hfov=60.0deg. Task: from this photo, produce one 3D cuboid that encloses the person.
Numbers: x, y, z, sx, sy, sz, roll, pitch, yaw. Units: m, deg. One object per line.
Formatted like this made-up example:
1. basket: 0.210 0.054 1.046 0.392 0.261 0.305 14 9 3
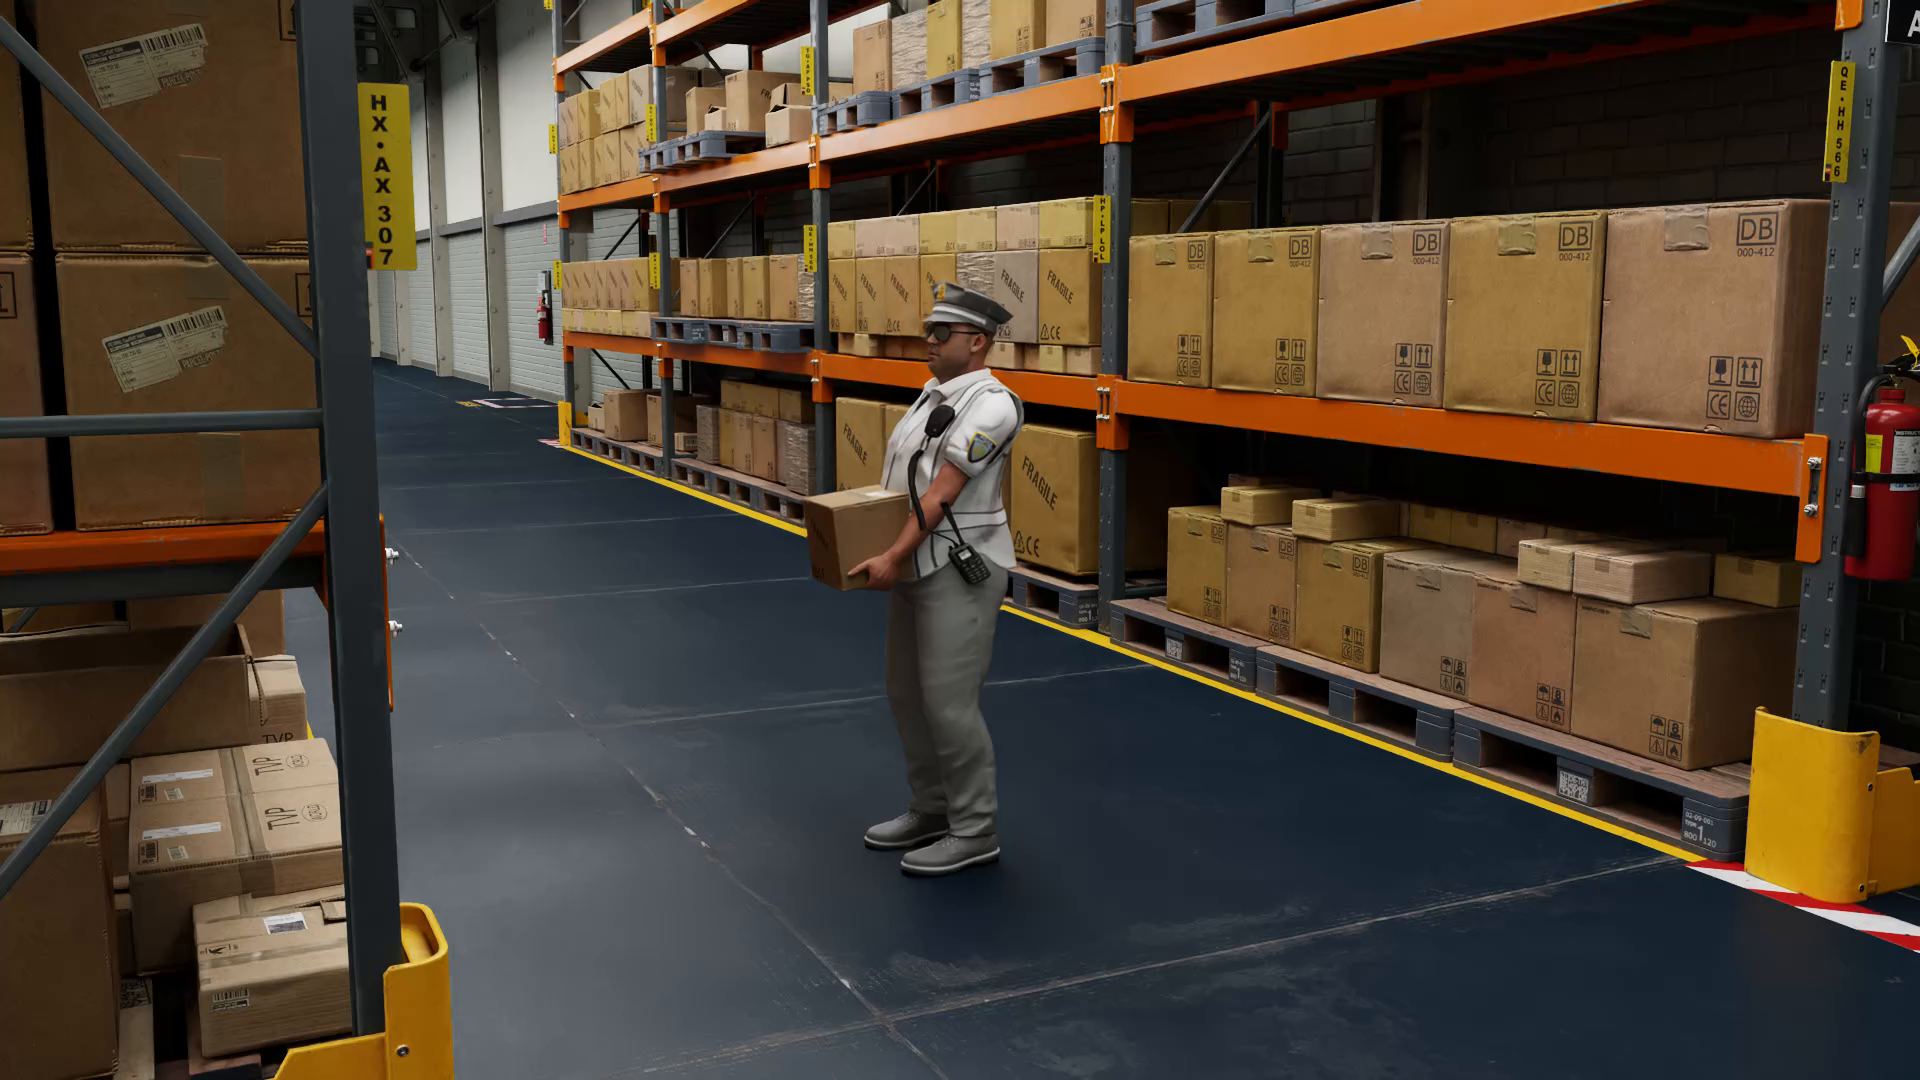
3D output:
1. person: -0.120 0.109 5.034 0.563 1.767 0.494 -4 9 -25
